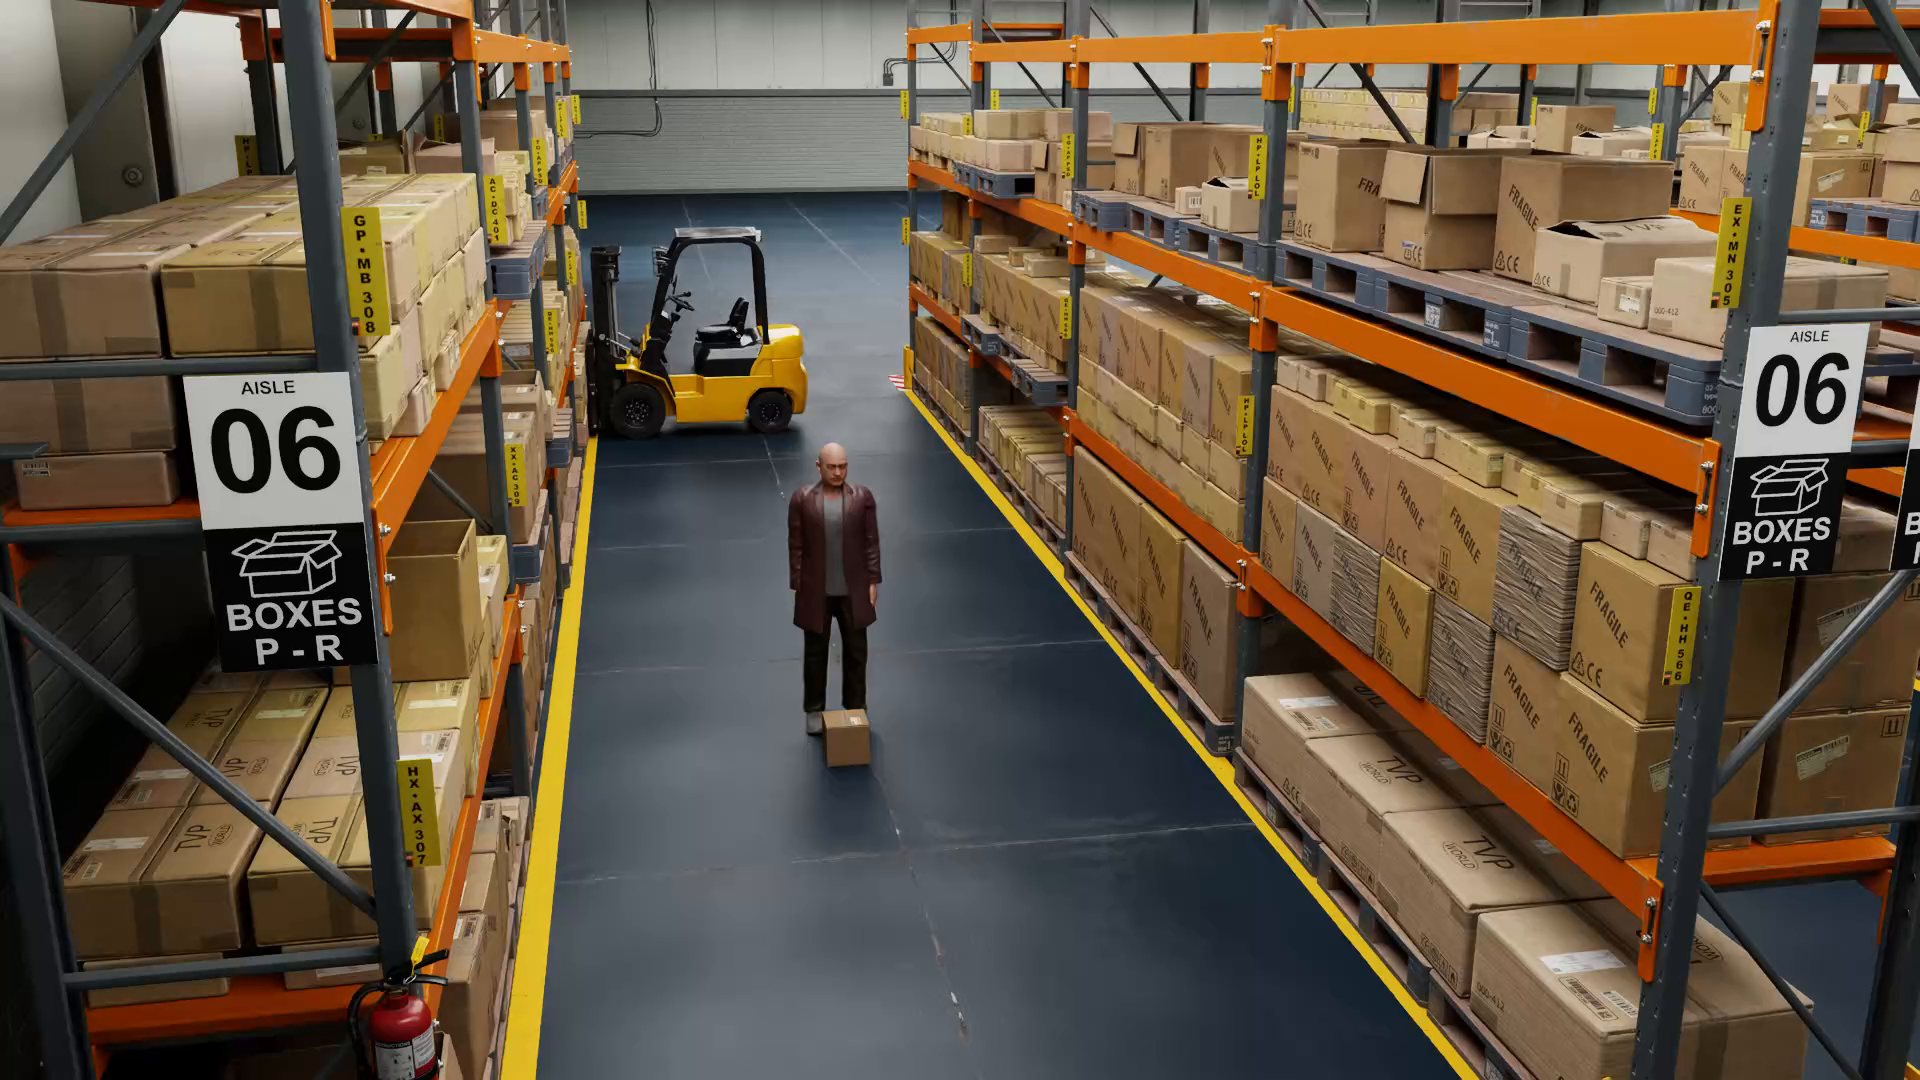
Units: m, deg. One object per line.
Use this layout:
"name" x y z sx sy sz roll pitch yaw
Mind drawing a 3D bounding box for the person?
"person" -0.747 0.292 10.054 0.562 1.776 0.390 -3 16 -9
